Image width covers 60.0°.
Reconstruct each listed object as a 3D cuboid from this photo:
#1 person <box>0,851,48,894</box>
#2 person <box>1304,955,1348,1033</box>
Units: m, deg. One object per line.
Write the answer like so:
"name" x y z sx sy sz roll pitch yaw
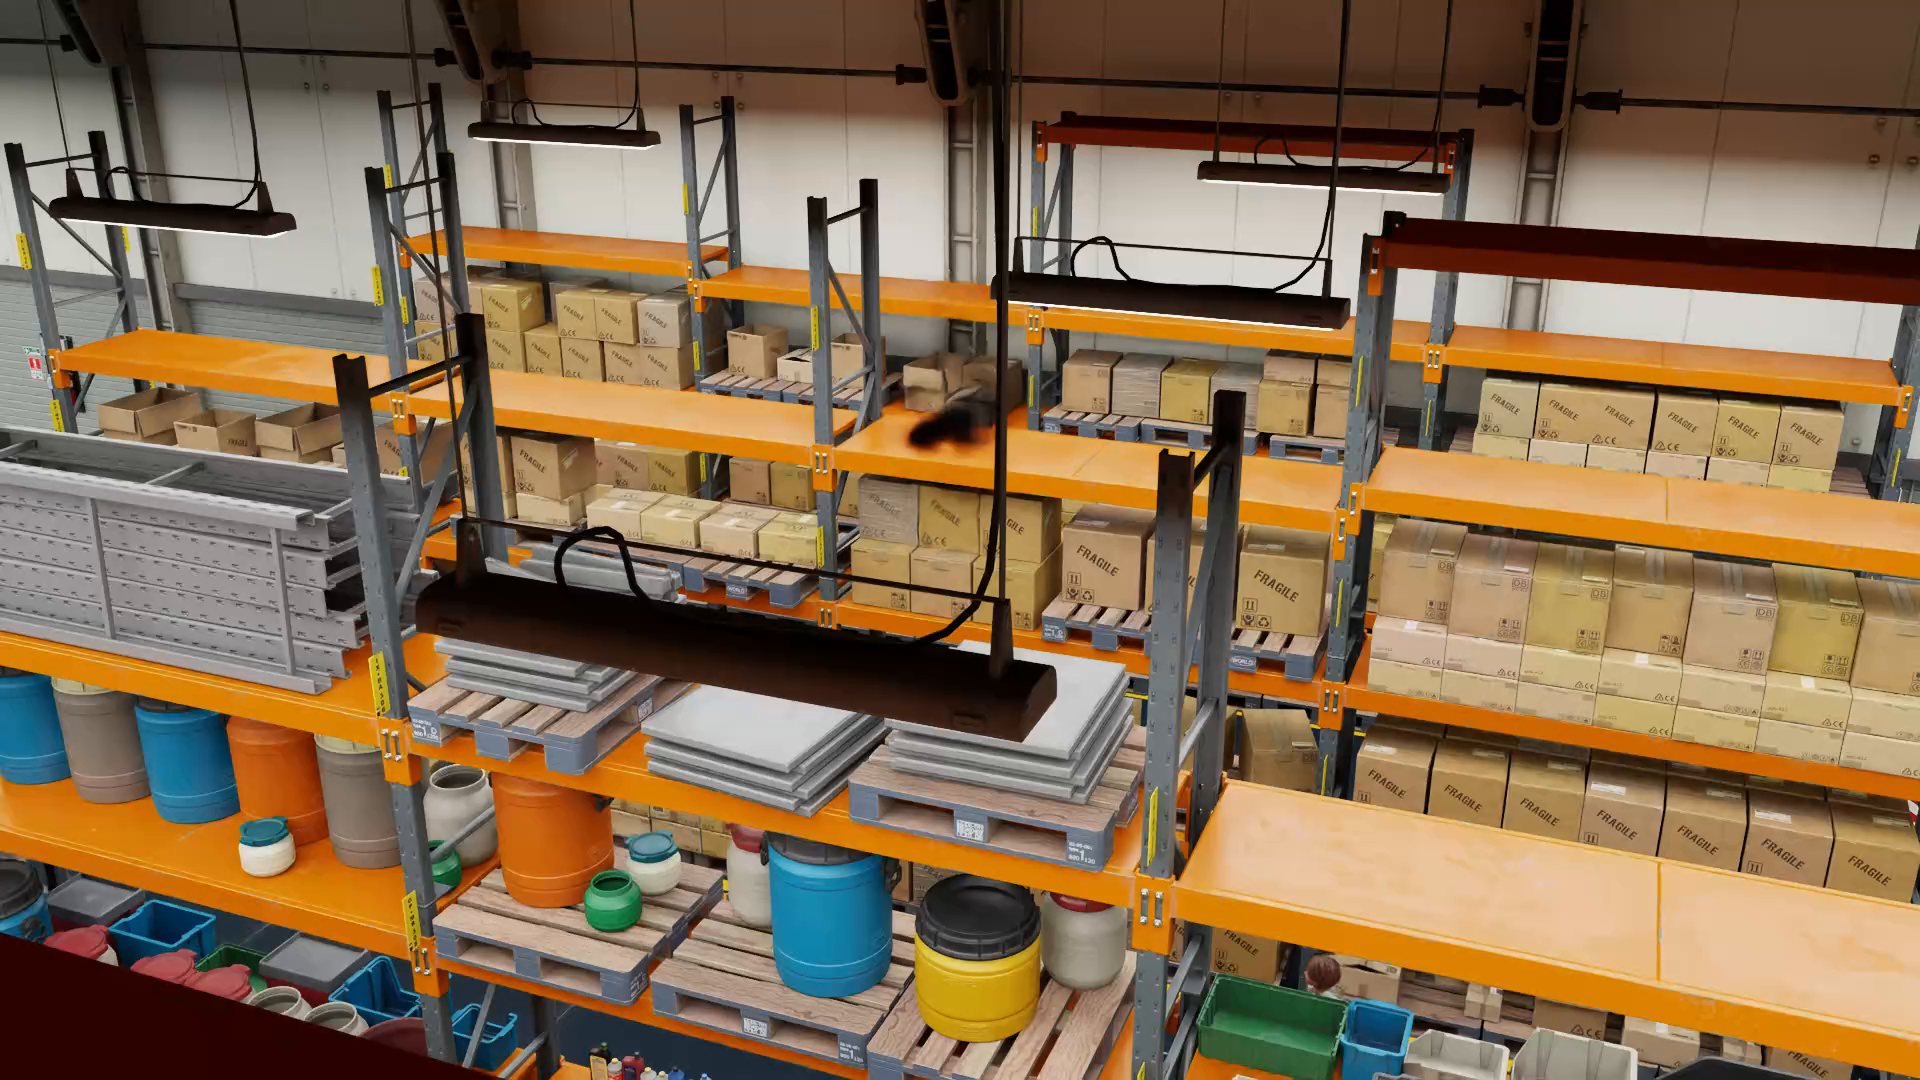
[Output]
"person" -7.771 2.415 13.619 0.832 1.707 0.614 5 22 14
"person" 2.396 3.454 11.028 0.824 1.621 0.534 5 21 13
